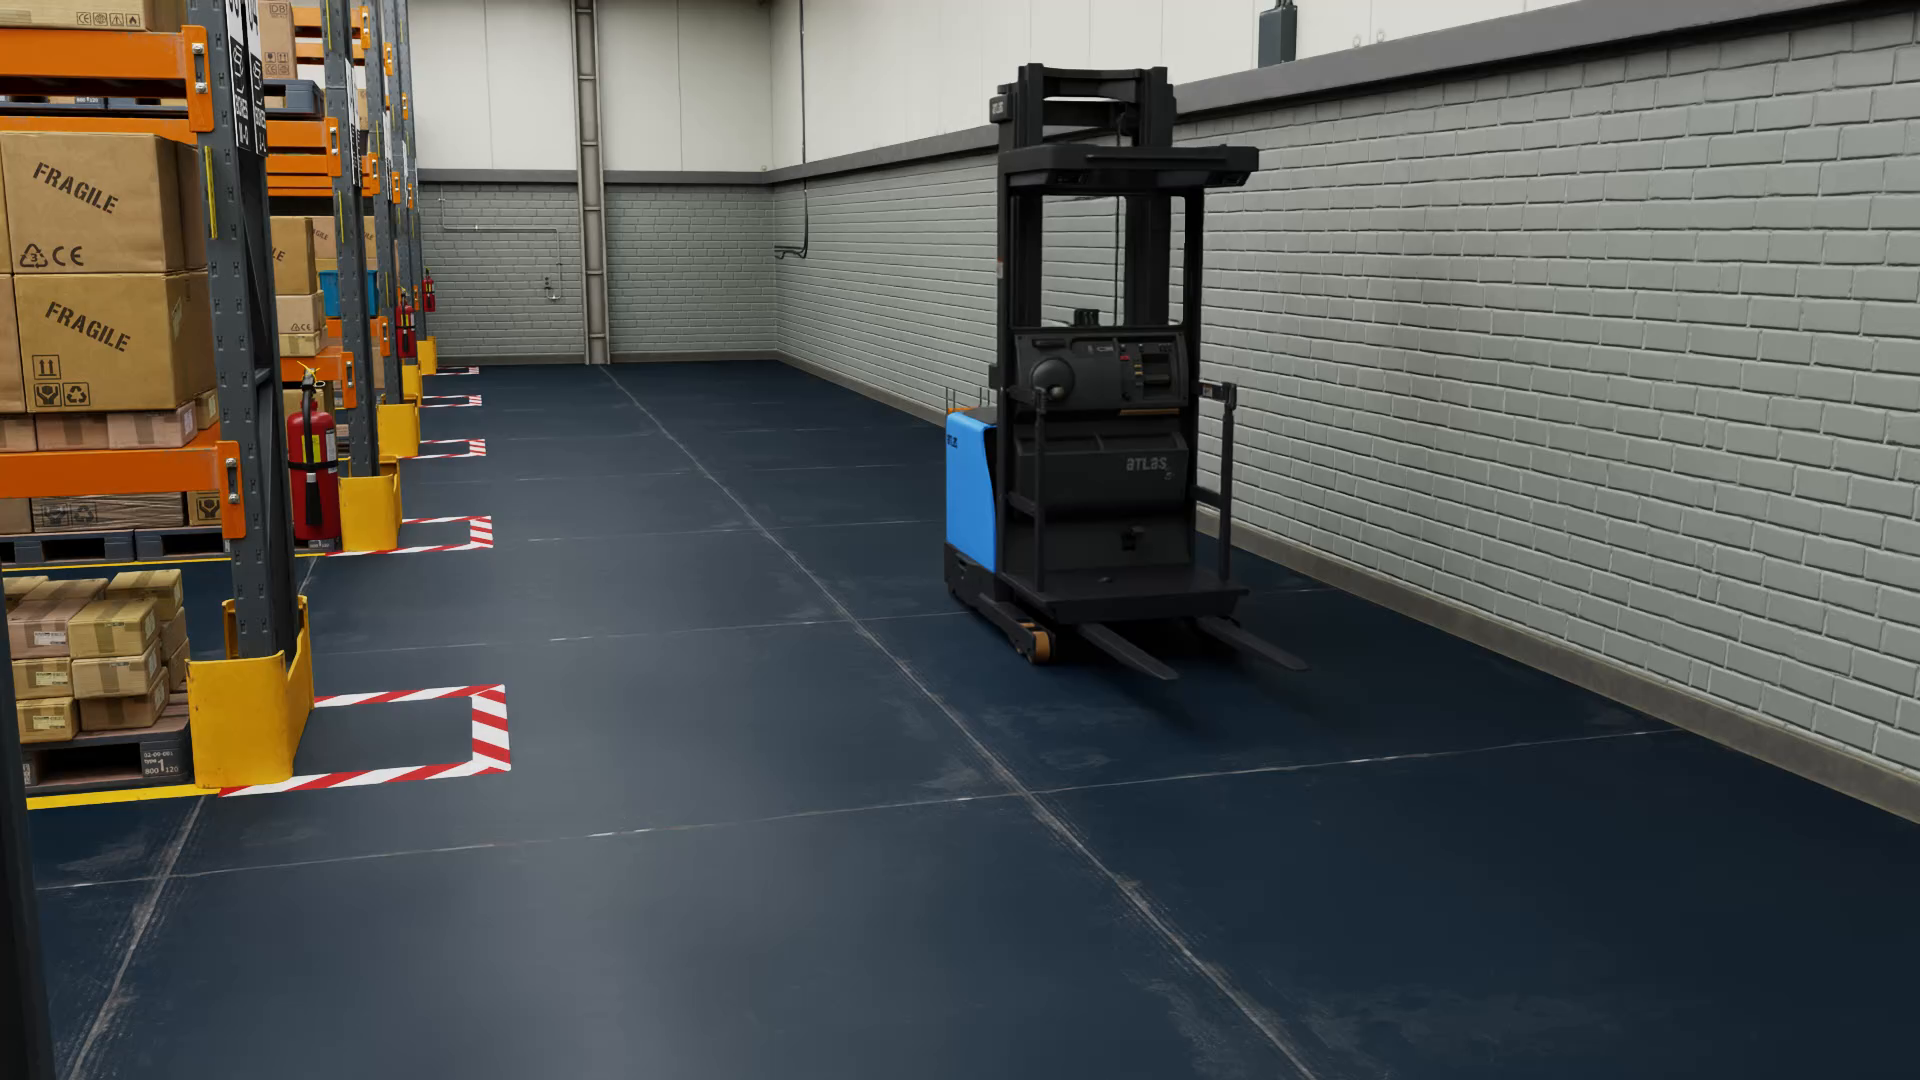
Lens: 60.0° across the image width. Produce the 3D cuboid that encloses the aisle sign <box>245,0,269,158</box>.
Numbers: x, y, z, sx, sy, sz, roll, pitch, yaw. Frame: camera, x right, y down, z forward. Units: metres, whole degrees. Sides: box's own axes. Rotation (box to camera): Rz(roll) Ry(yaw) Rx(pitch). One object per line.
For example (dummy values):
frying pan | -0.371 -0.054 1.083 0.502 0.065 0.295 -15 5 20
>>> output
aisle sign | -2.866 -1.967 6.766 0.004 0.787 0.394 -3 11 -16

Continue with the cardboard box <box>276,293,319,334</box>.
cardboard box | -4.533 -1.502 11.012 0.500 0.250 0.500 -3 11 -17

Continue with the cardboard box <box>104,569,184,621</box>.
cardboard box | -3.451 0.238 7.041 0.250 0.149 0.380 -4 11 -19

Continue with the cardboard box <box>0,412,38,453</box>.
cardboard box | -3.573 -0.422 6.248 0.250 0.149 0.380 -3 11 -17

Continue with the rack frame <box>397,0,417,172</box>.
rack frame | -8.295 -7.034 24.898 0.127 3.000 1.000 -3 11 -16

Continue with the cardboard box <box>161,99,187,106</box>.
cardboard box | -9.294 -5.094 19.610 0.500 0.500 0.700 -3 11 -16

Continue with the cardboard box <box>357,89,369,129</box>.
cardboard box | -7.396 -5.209 20.236 0.500 0.500 0.700 -3 11 -16

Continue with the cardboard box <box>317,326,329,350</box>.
cardboard box | -4.575 -1.416 11.646 0.250 0.149 0.380 -3 11 -15

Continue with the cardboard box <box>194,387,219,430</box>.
cardboard box | -3.255 -0.550 6.941 0.250 0.149 0.380 -3 11 -16

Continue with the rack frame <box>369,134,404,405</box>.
rack frame | -5.526 -2.361 16.086 0.127 3.000 1.000 -3 11 -16

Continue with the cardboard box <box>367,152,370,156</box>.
cardboard box | -7.327 -4.552 20.116 0.500 0.250 0.500 -3 11 -16

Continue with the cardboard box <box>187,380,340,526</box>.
cardboard box | -4.734 -0.615 11.312 0.875 0.875 0.875 -3 11 -16

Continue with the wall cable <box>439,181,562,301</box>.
wall cable | -7.330 -4.812 26.594 1.851 1.984 0.084 -3 11 -16

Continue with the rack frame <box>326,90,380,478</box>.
rack frame | -4.142 -1.500 11.409 0.127 3.000 1.000 -3 11 -16

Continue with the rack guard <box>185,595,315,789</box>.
rack guard | -2.926 0.601 6.903 0.348 0.500 1.175 -3 11 -16

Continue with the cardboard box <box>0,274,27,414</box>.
cardboard box | -3.708 -0.735 6.158 0.500 0.500 0.500 -3 11 -17

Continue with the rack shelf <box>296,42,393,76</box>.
rack shelf | -8.828 -5.716 19.737 4.000 0.370 1.077 -3 11 -16

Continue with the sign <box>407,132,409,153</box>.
sign | -8.157 -5.860 24.580 0.005 0.325 0.100 -3 11 -16

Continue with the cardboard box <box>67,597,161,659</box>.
cardboard box | -3.290 0.341 6.479 0.250 0.149 0.380 -3 11 -15

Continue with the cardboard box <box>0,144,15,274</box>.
cardboard box | -3.709 -1.228 6.071 0.500 0.500 0.500 -3 11 -18

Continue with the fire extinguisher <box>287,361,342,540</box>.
fire extinguisher | -2.482 -0.344 6.372 0.183 0.674 0.296 -3 11 -16

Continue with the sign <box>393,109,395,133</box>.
sign | -6.771 -5.035 19.883 0.005 0.325 0.100 -3 11 -16

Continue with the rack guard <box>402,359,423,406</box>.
rack guard | -6.980 -1.989 20.970 0.348 0.500 1.175 -3 11 -16

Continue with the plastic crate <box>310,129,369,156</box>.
plastic crate | -5.974 -3.801 15.983 0.590 0.269 0.497 -3 11 -16

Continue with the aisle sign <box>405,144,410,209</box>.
aisle sign | -6.924 -4.555 20.825 0.004 0.787 0.394 -3 11 -16

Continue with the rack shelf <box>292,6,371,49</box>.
rack shelf | -7.447 -4.660 15.094 4.000 0.370 1.077 -3 11 -16

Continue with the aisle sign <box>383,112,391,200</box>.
aisle sign | -5.375 -3.592 15.594 0.004 0.787 0.394 -3 11 -16

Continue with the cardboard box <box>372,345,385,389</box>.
cardboard box | -7.360 -2.139 20.569 0.500 0.500 0.500 -3 11 -16

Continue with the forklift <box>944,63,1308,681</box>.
forklift | 0.793 -0.907 8.378 1.130 2.935 3.031 -3 11 -15

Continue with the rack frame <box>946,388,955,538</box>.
rack frame | -0.066 -0.513 11.433 0.008 1.050 0.200 -3 11 -16

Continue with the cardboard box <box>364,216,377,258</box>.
cardboard box | -7.258 -3.693 20.283 0.500 0.500 0.500 -3 11 -16

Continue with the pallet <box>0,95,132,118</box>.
pallet | -6.025 -2.830 10.593 1.213 0.211 1.003 -3 11 -16

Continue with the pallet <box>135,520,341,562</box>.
pallet | -4.888 -0.074 11.368 1.213 0.211 1.003 -3 11 -16

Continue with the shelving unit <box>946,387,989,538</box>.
shelving unit | 0.051 -0.519 11.466 0.252 1.050 0.215 -3 11 -16

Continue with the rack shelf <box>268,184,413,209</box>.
rack shelf | -10.216 -5.103 24.685 4.000 0.370 1.077 -3 11 -16

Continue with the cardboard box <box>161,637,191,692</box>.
cardboard box | -3.445 0.534 7.076 0.250 0.149 0.380 -3 11 -15

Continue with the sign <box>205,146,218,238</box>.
sign | -2.717 -1.260 6.035 0.005 0.325 0.100 -3 11 -16

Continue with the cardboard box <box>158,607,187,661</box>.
cardboard box | -3.428 0.399 6.989 0.250 0.149 0.380 -3 11 -14

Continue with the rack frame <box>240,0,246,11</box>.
rack frame | -2.853 -3.583 6.154 0.127 3.000 1.000 -3 11 -16

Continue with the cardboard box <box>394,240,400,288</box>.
cardboard box | -8.782 -4.203 25.264 0.700 0.700 0.980 -3 11 -13

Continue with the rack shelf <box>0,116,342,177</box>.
rack shelf | -6.062 -2.520 10.653 4.000 0.370 1.077 -3 11 -16

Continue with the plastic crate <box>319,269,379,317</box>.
plastic crate | -5.796 -2.358 15.809 0.499 0.435 0.616 -3 11 -16
